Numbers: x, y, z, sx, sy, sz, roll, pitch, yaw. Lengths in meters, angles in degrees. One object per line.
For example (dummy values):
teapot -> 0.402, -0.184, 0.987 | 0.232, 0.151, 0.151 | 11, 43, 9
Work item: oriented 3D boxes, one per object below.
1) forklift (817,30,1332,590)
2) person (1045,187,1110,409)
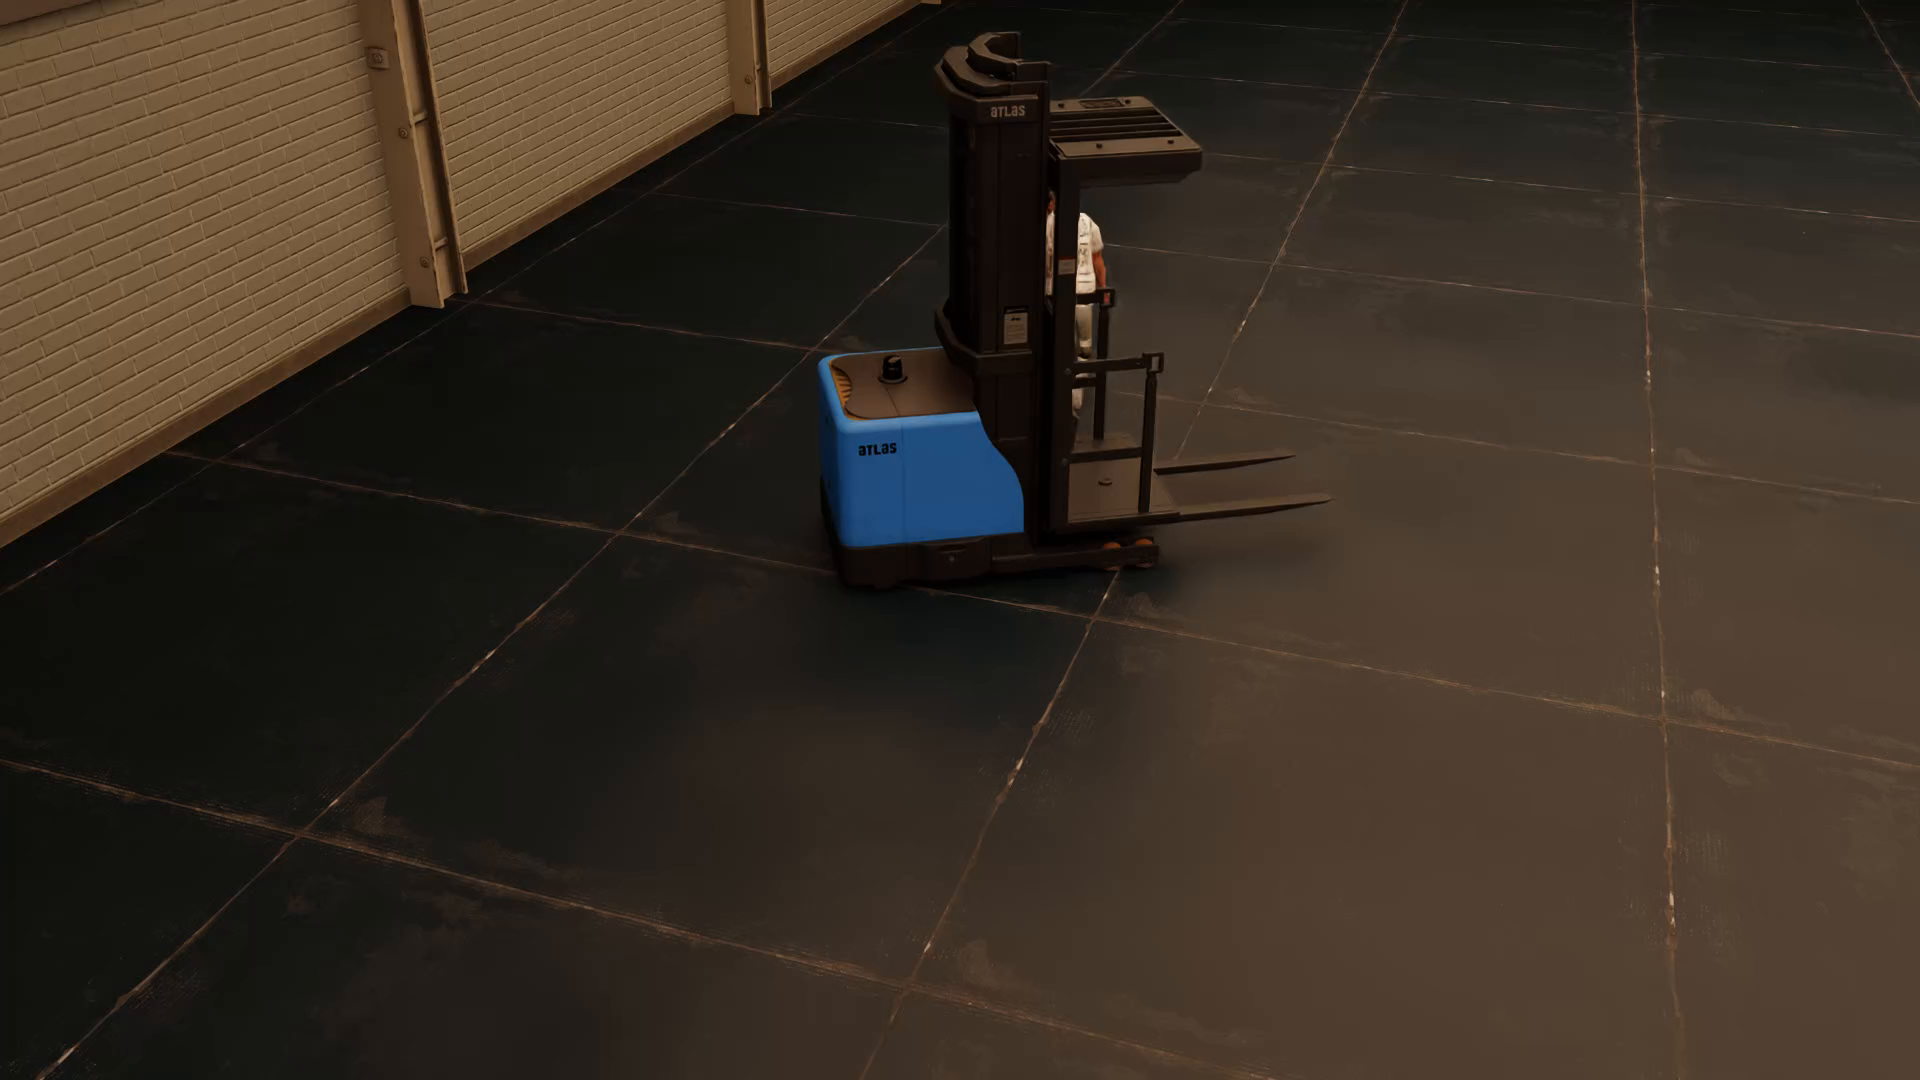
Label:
forklift -> 0.710, -1.343, 9.492 | 3.031, 2.935, 1.130 | -6, 30, -10
person -> 0.712, -1.692, 11.543 | 0.831, 1.546, 0.650 | -6, 30, -10
